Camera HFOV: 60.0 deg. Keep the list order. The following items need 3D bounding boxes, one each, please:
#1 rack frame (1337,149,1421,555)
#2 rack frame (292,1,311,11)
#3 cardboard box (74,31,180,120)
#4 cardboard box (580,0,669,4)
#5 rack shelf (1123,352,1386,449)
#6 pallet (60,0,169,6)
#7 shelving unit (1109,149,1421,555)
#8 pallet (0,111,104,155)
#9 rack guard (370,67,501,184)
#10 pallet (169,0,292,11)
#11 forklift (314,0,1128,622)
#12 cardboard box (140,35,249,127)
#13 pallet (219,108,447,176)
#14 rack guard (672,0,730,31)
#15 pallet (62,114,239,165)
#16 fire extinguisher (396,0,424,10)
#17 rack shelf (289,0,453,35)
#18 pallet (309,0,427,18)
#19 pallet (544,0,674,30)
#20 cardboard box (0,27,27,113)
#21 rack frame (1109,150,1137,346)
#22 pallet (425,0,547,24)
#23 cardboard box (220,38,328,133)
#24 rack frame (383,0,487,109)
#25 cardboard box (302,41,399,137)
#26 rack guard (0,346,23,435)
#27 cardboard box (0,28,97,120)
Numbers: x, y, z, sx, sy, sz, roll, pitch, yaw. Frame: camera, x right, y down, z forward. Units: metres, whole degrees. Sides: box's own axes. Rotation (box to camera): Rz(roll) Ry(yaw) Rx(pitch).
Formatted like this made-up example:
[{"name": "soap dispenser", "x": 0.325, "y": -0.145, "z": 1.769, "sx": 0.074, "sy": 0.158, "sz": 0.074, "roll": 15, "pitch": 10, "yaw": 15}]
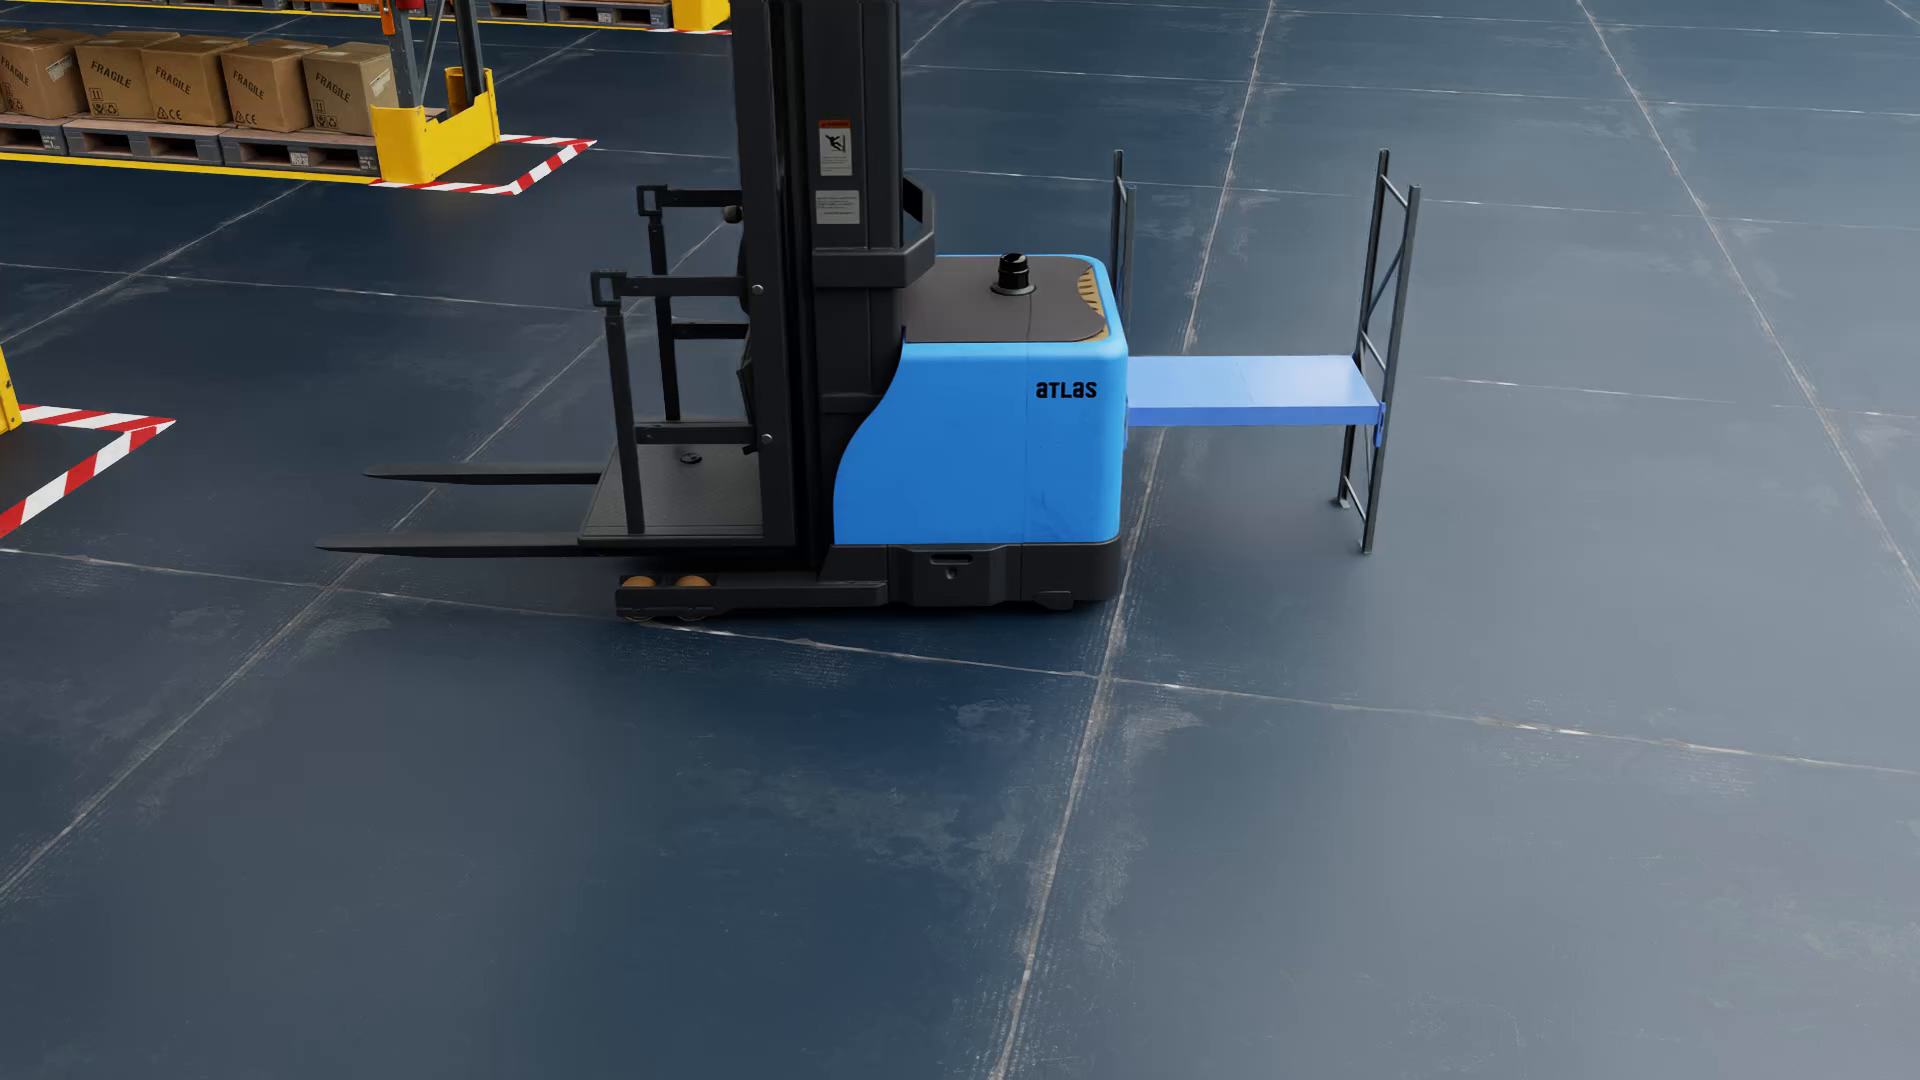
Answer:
[{"name": "rack frame", "x": 1.625, "y": -0.720, "z": 6.502, "sx": 0.032, "sy": 1.500, "sz": 0.500, "roll": 0, "pitch": 29, "yaw": -1}, {"name": "rack frame", "x": -6.305, "y": -6.684, "z": 15.834, "sx": 0.127, "sy": 3.000, "sz": 1.000, "roll": 6, "pitch": 29, "yaw": 11}, {"name": "cardboard box", "x": -5.871, "y": -3.314, "z": 11.845, "sx": 0.500, "sy": 0.500, "sz": 0.500, "roll": 3, "pitch": 29, "yaw": 6}, {"name": "cardboard box", "x": -3.070, "y": -5.572, "z": 15.579, "sx": 0.875, "sy": 0.875, "sz": 0.875, "roll": 6, "pitch": 29, "yaw": 11}, {"name": "rack shelf", "x": 1.117, "y": -0.558, "z": 6.582, "sx": 1.000, "sy": 0.185, "sz": 0.538, "roll": 0, "pitch": 29, "yaw": -1}, {"name": "pallet", "x": -8.272, "y": -5.624, "z": 16.802, "sx": 1.213, "sy": 0.211, "sz": 1.003, "roll": 6, "pitch": 29, "yaw": 11}, {"name": "shelving unit", "x": 1.117, "y": -0.716, "z": 6.495, "sx": 1.048, "sy": 1.500, "sz": 0.538, "roll": 0, "pitch": 29, "yaw": -1}, {"name": "pallet", "x": -6.775, "y": -3.090, "z": 12.175, "sx": 1.213, "sy": 0.211, "sz": 1.003, "roll": 6, "pitch": 29, "yaw": 11}, {"name": "rack guard", "x": -3.602, "y": -2.874, "z": 11.480, "sx": 0.348, "sy": 0.500, "sz": 1.175, "roll": 6, "pitch": 29, "yaw": 11}, {"name": "pallet", "x": -7.075, "y": -5.502, "z": 16.581, "sx": 1.213, "sy": 0.211, "sz": 1.003, "roll": 6, "pitch": 29, "yaw": 11}, {"name": "forklift", "x": -0.920, "y": -1.238, "z": 5.959, "sx": 3.031, "sy": 2.935, "sz": 1.130, "roll": 0, "pitch": 29, "yaw": -1}, {"name": "cardboard box", "x": -5.335, "y": -3.237, "z": 11.705, "sx": 0.500, "sy": 0.500, "sz": 0.500, "roll": 9, "pitch": 30, "yaw": 15}, {"name": "pallet", "x": -4.389, "y": -2.846, "z": 11.728, "sx": 1.213, "sy": 0.211, "sz": 1.003, "roll": 6, "pitch": 29, "yaw": 11}, {"name": "rack guard", "x": -2.370, "y": -5.184, "z": 15.698, "sx": 0.348, "sy": 0.500, "sz": 1.175, "roll": 6, "pitch": 29, "yaw": 11}, {"name": "pallet", "x": -5.579, "y": -2.969, "z": 11.954, "sx": 1.213, "sy": 0.211, "sz": 1.003, "roll": 6, "pitch": 29, "yaw": 11}, {"name": "fire extinguisher", "x": -3.512, "y": -3.701, "z": 10.468, "sx": 0.183, "sy": 0.674, "sz": 0.296, "roll": 6, "pitch": 29, "yaw": 11}, {"name": "rack shelf", "x": -5.484, "y": -3.848, "z": 11.405, "sx": 4.000, "sy": 0.370, "sz": 1.077, "roll": 6, "pitch": 29, "yaw": 11}, {"name": "pallet", "x": -5.578, "y": -5.347, "z": 16.298, "sx": 1.213, "sy": 0.211, "sz": 1.003, "roll": 6, "pitch": 29, "yaw": 11}, {"name": "pallet", "x": -3.191, "y": -5.103, "z": 15.851, "sx": 1.213, "sy": 0.211, "sz": 1.003, "roll": 6, "pitch": 29, "yaw": 11}, {"name": "cardboard box", "x": -7.057, "y": -3.393, "z": 11.990, "sx": 0.500, "sy": 0.500, "sz": 0.500, "roll": 5, "pitch": 29, "yaw": 9}, {"name": "rack frame", "x": 0.609, "y": -0.712, "z": 6.488, "sx": 0.032, "sy": 1.500, "sz": 0.500, "roll": 0, "pitch": 29, "yaw": -1}, {"name": "pallet", "x": -4.381, "y": -5.226, "z": 16.076, "sx": 1.213, "sy": 0.211, "sz": 1.003, "roll": 6, "pitch": 29, "yaw": 11}, {"name": "cardboard box", "x": -4.727, "y": -3.165, "z": 11.574, "sx": 0.500, "sy": 0.500, "sz": 0.500, "roll": 14, "pitch": 32, "yaw": 24}, {"name": "rack frame", "x": -3.528, "y": -3.963, "z": 10.866, "sx": 0.127, "sy": 3.000, "sz": 1.000, "roll": 6, "pitch": 29, "yaw": 11}, {"name": "cardboard box", "x": -4.135, "y": -3.121, "z": 11.494, "sx": 0.500, "sy": 0.500, "sz": 0.500, "roll": 11, "pitch": 31, "yaw": 20}, {"name": "rack guard", "x": -4.646, "y": -0.526, "z": 7.191, "sx": 0.348, "sy": 0.500, "sz": 1.175, "roll": 6, "pitch": 29, "yaw": 11}, {"name": "cardboard box", "x": -6.495, "y": -3.339, "z": 11.892, "sx": 0.500, "sy": 0.500, "sz": 0.500, "roll": 16, "pitch": 32, "yaw": 26}]
